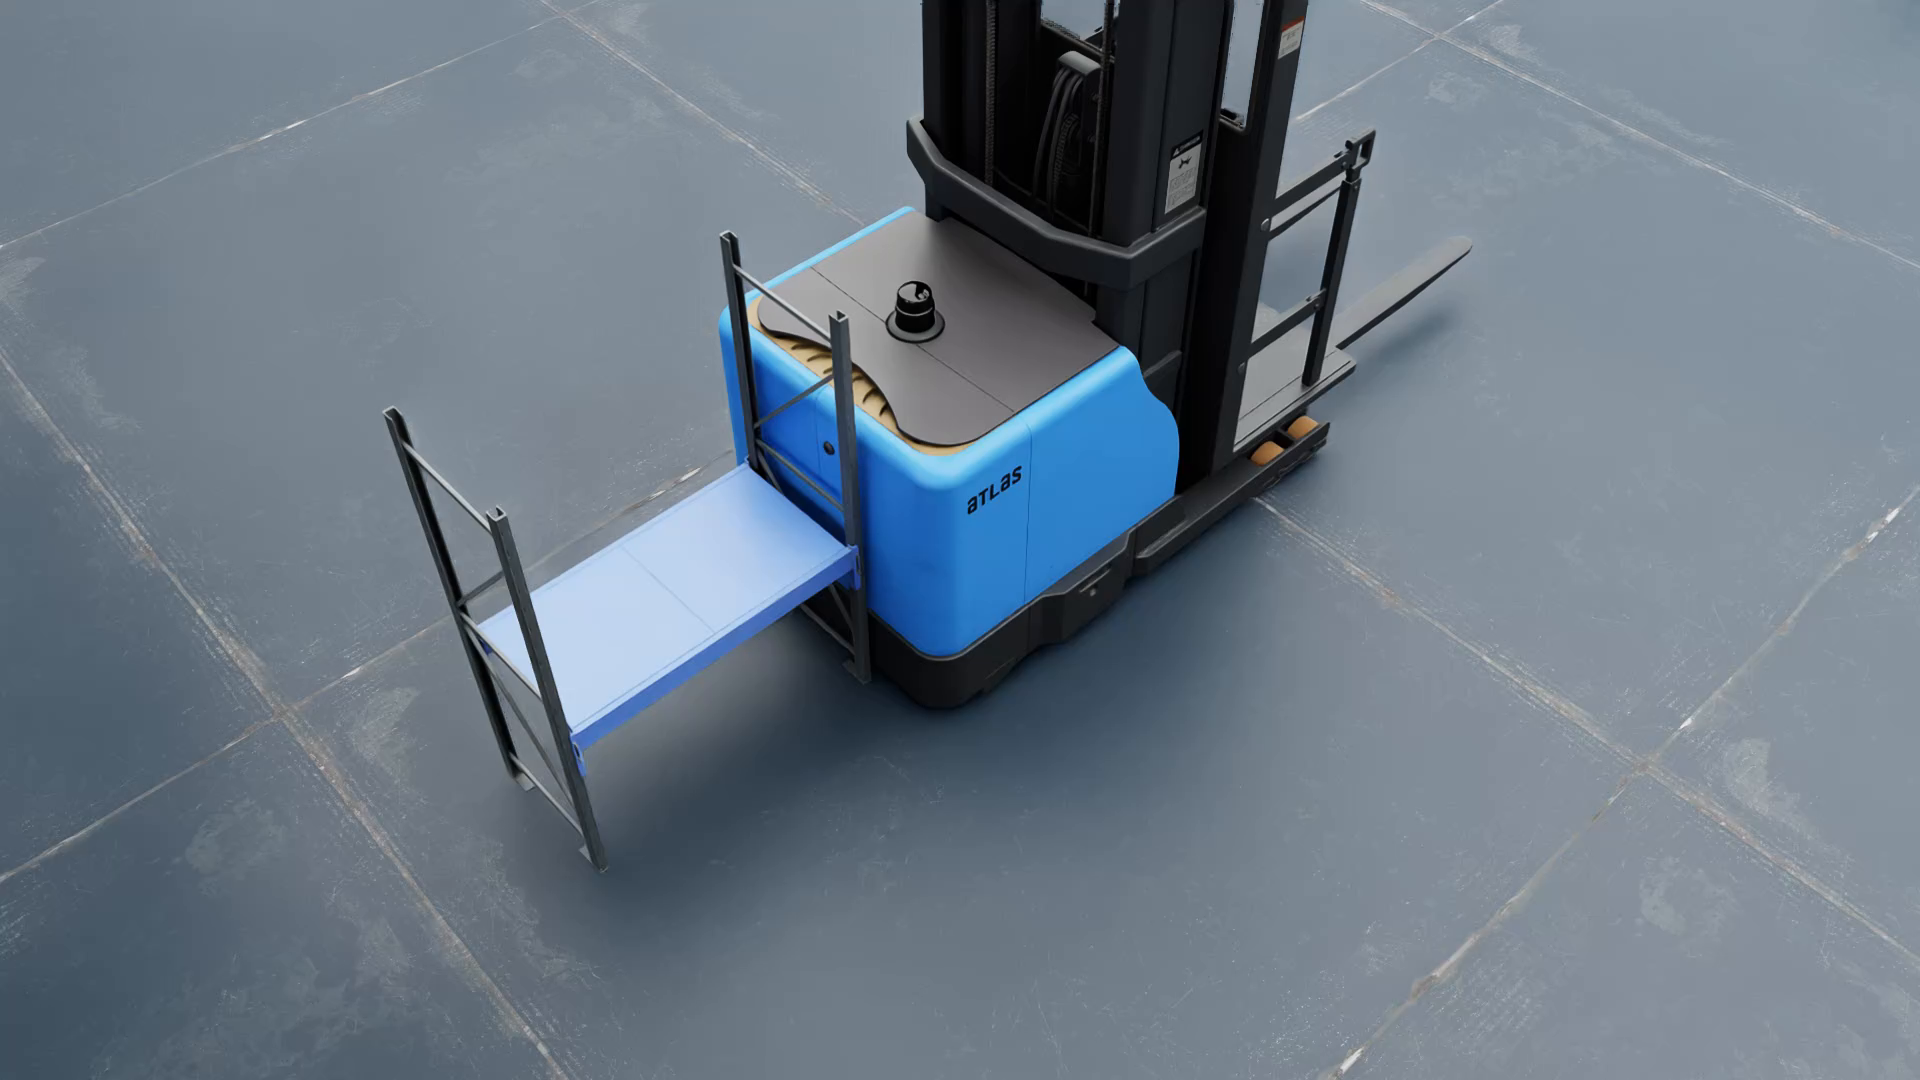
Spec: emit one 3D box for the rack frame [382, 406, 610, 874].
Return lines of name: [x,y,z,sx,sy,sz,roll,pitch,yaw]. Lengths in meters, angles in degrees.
rack frame: [-1.207,0.326,4.429,0.032,1.500,0.500,-35,56,-28]

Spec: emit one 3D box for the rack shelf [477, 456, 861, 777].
rack shelf: [-0.836,0.192,4.797,1.000,0.185,0.538,-35,56,-28]

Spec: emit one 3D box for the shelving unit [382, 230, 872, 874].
shelving unit: [-0.836,0.070,4.665,1.048,1.500,0.538,-35,56,-28]

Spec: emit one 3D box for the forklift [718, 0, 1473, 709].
forklift: [0.684,-1.430,5.075,3.031,2.935,1.130,-35,56,-28]

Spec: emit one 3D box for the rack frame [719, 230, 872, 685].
rack frame: [-0.465,-0.186,4.901,0.032,1.500,0.500,-35,56,-28]
